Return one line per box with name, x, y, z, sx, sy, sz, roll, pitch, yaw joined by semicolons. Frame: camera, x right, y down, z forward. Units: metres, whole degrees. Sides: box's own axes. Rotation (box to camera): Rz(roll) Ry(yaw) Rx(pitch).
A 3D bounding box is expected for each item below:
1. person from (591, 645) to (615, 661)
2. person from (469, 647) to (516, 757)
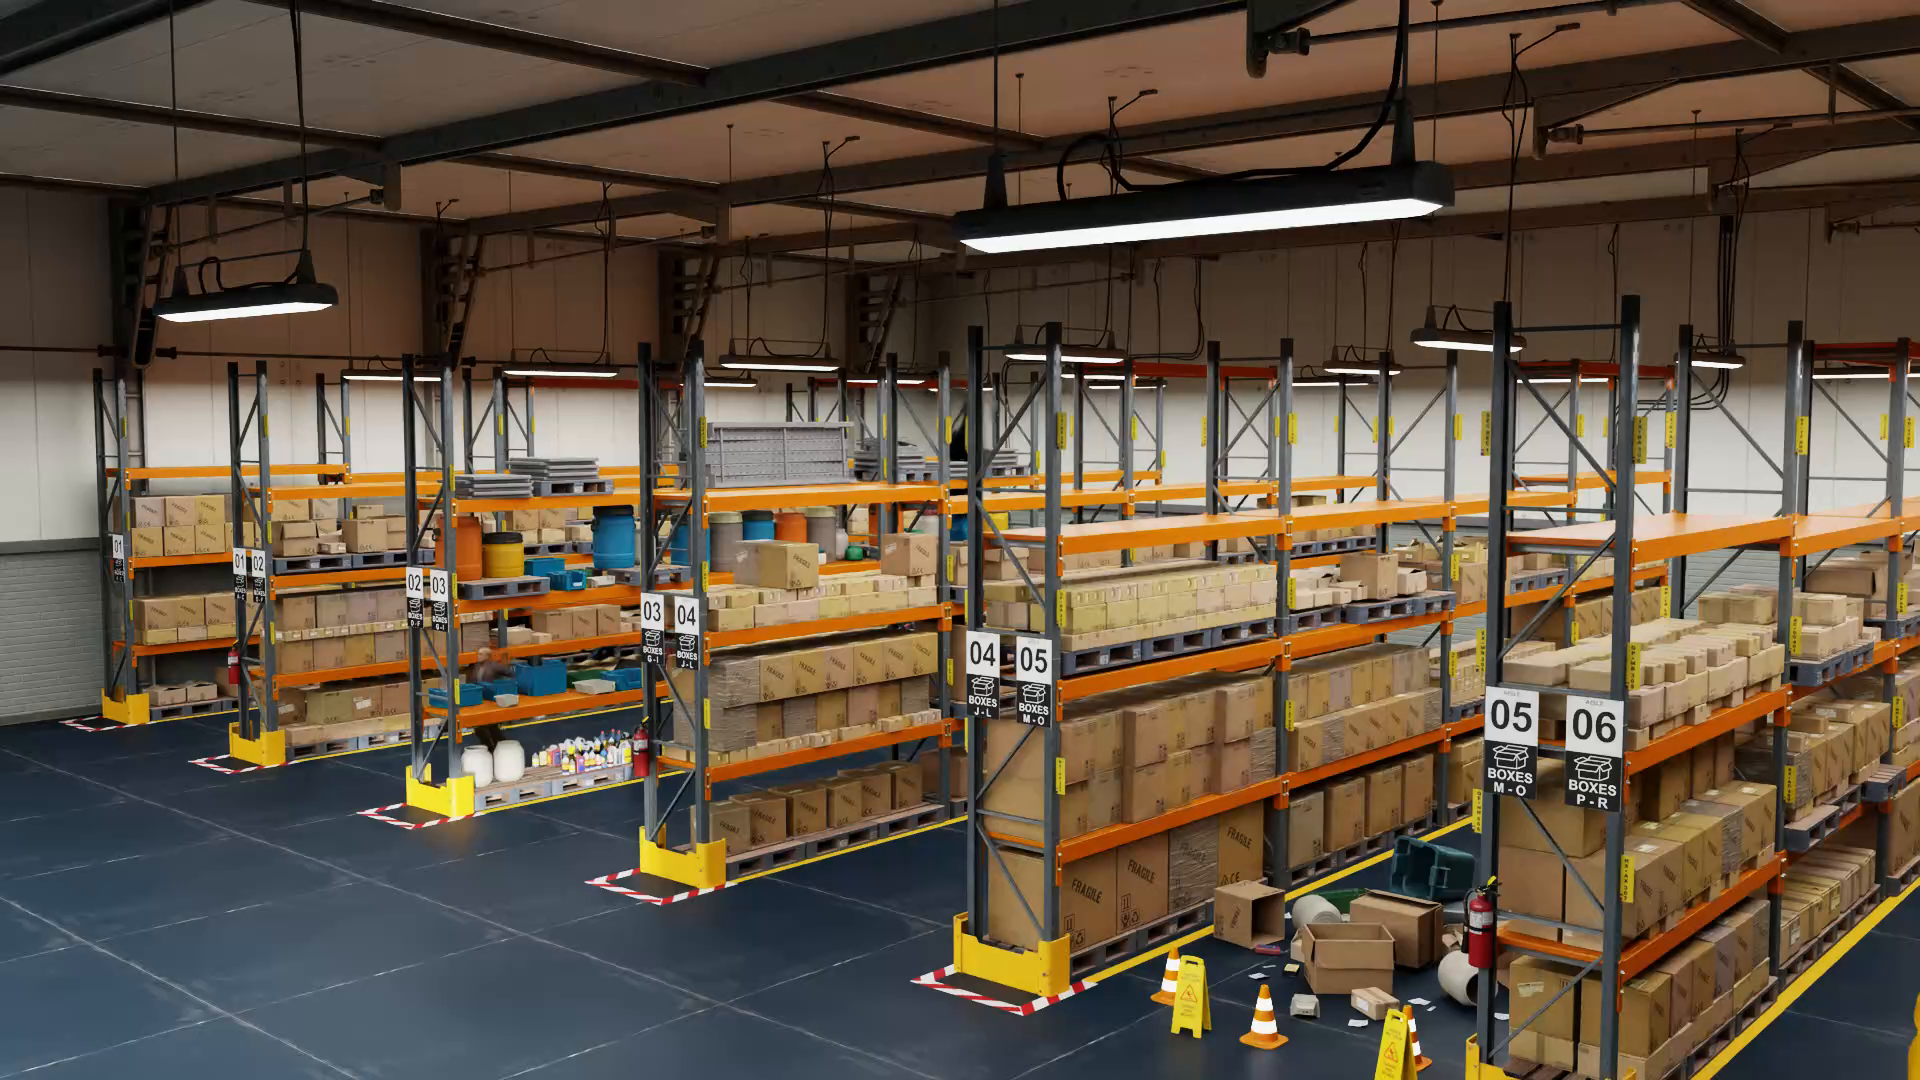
person;-6.760;2.081;31.832;0.556;1.523;0.793;3;5;38
person;-6.933;2.474;24.556;0.726;1.798;0.948;3;5;37
